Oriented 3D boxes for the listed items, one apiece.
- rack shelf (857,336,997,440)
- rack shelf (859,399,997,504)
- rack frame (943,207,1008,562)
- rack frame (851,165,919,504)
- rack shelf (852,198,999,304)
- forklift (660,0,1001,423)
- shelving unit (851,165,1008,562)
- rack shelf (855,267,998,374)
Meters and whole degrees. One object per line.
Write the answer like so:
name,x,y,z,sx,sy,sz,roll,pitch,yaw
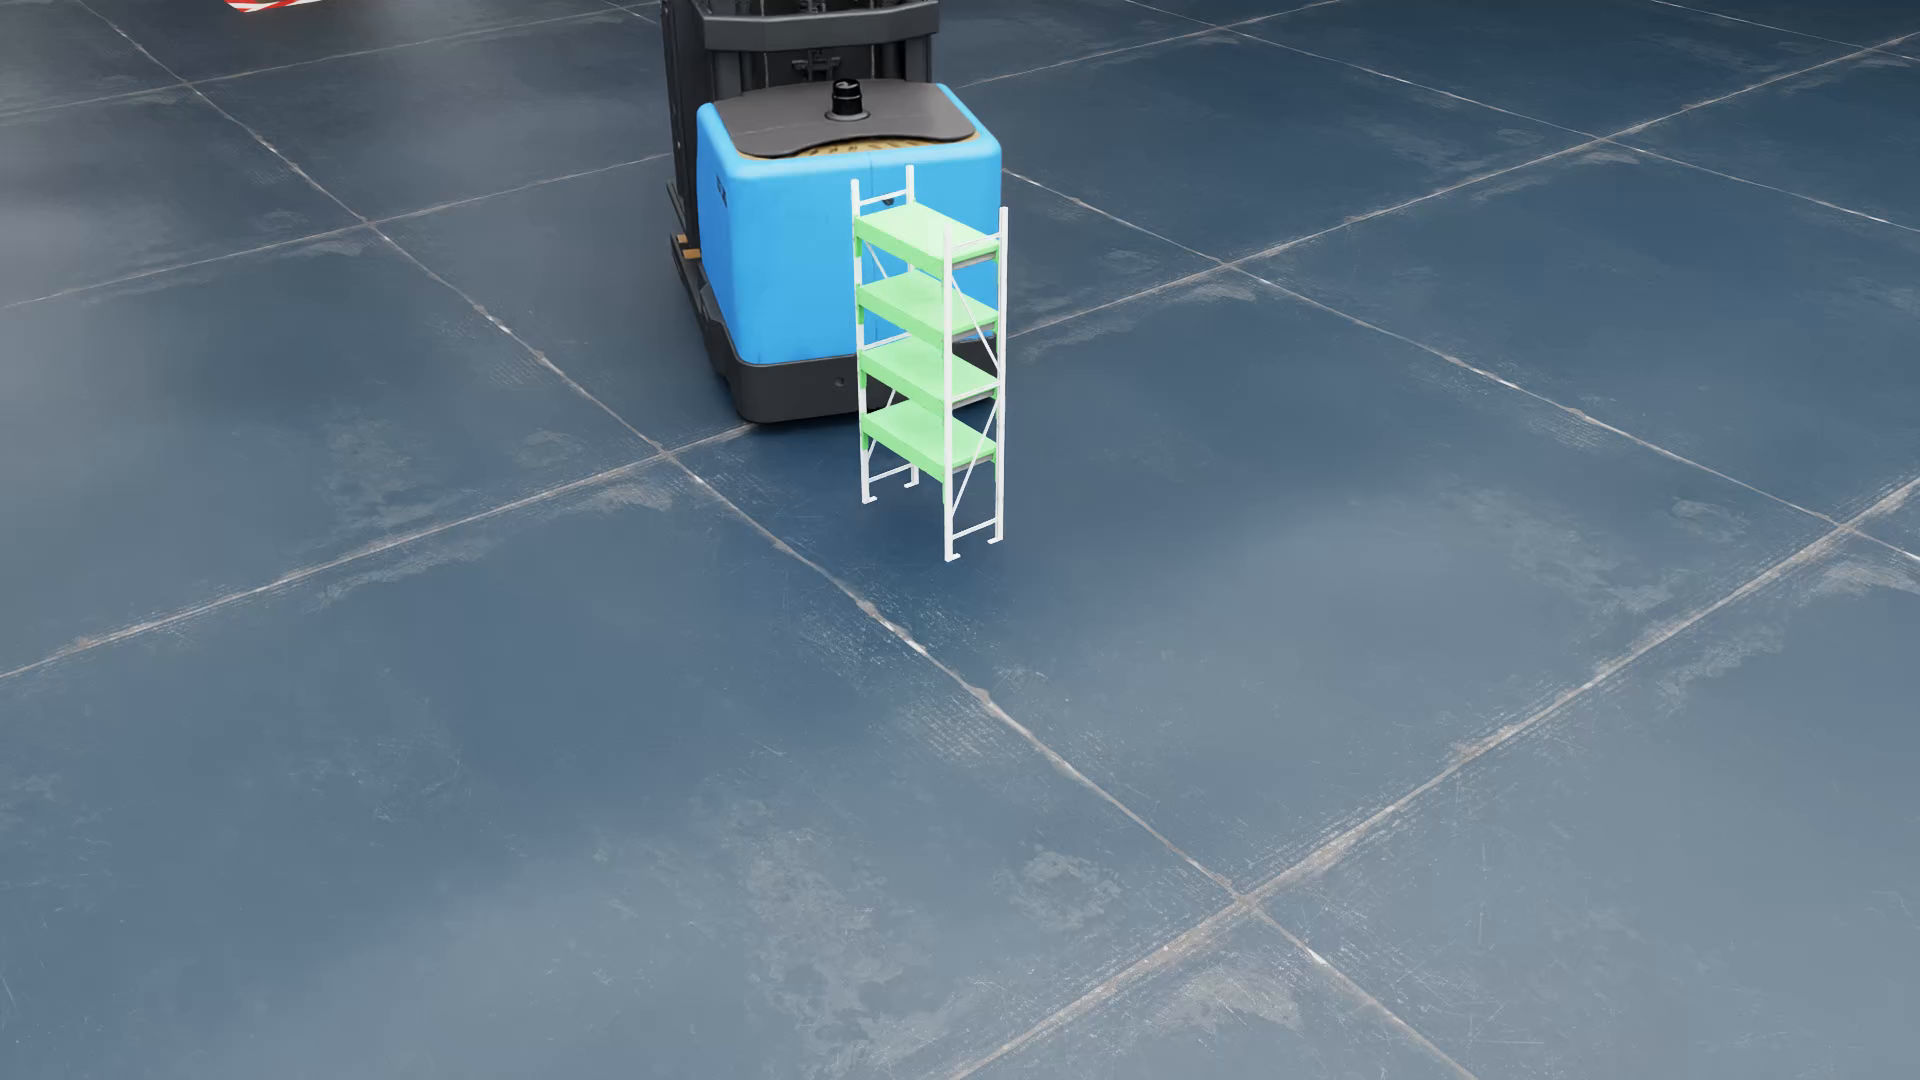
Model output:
rack shelf,-0.102,-0.524,5.578,0.258,0.148,0.480,-22,38,-31
rack shelf,-0.102,-0.321,5.705,0.258,0.148,0.480,-22,38,-31
rack frame,0.048,-0.477,5.381,0.240,1.200,0.015,-22,38,-31
rack frame,-0.251,-0.680,5.708,0.240,1.200,0.015,-22,38,-31
rack shelf,-0.101,-0.932,5.325,0.258,0.148,0.480,-22,38,-31
forklift,-0.725,-2.460,6.933,1.130,2.935,3.031,-9,33,-13
shelving unit,-0.102,-0.579,5.545,0.258,1.200,0.503,-22,38,-31
rack shelf,-0.101,-0.728,5.452,0.258,0.148,0.480,-22,38,-31
